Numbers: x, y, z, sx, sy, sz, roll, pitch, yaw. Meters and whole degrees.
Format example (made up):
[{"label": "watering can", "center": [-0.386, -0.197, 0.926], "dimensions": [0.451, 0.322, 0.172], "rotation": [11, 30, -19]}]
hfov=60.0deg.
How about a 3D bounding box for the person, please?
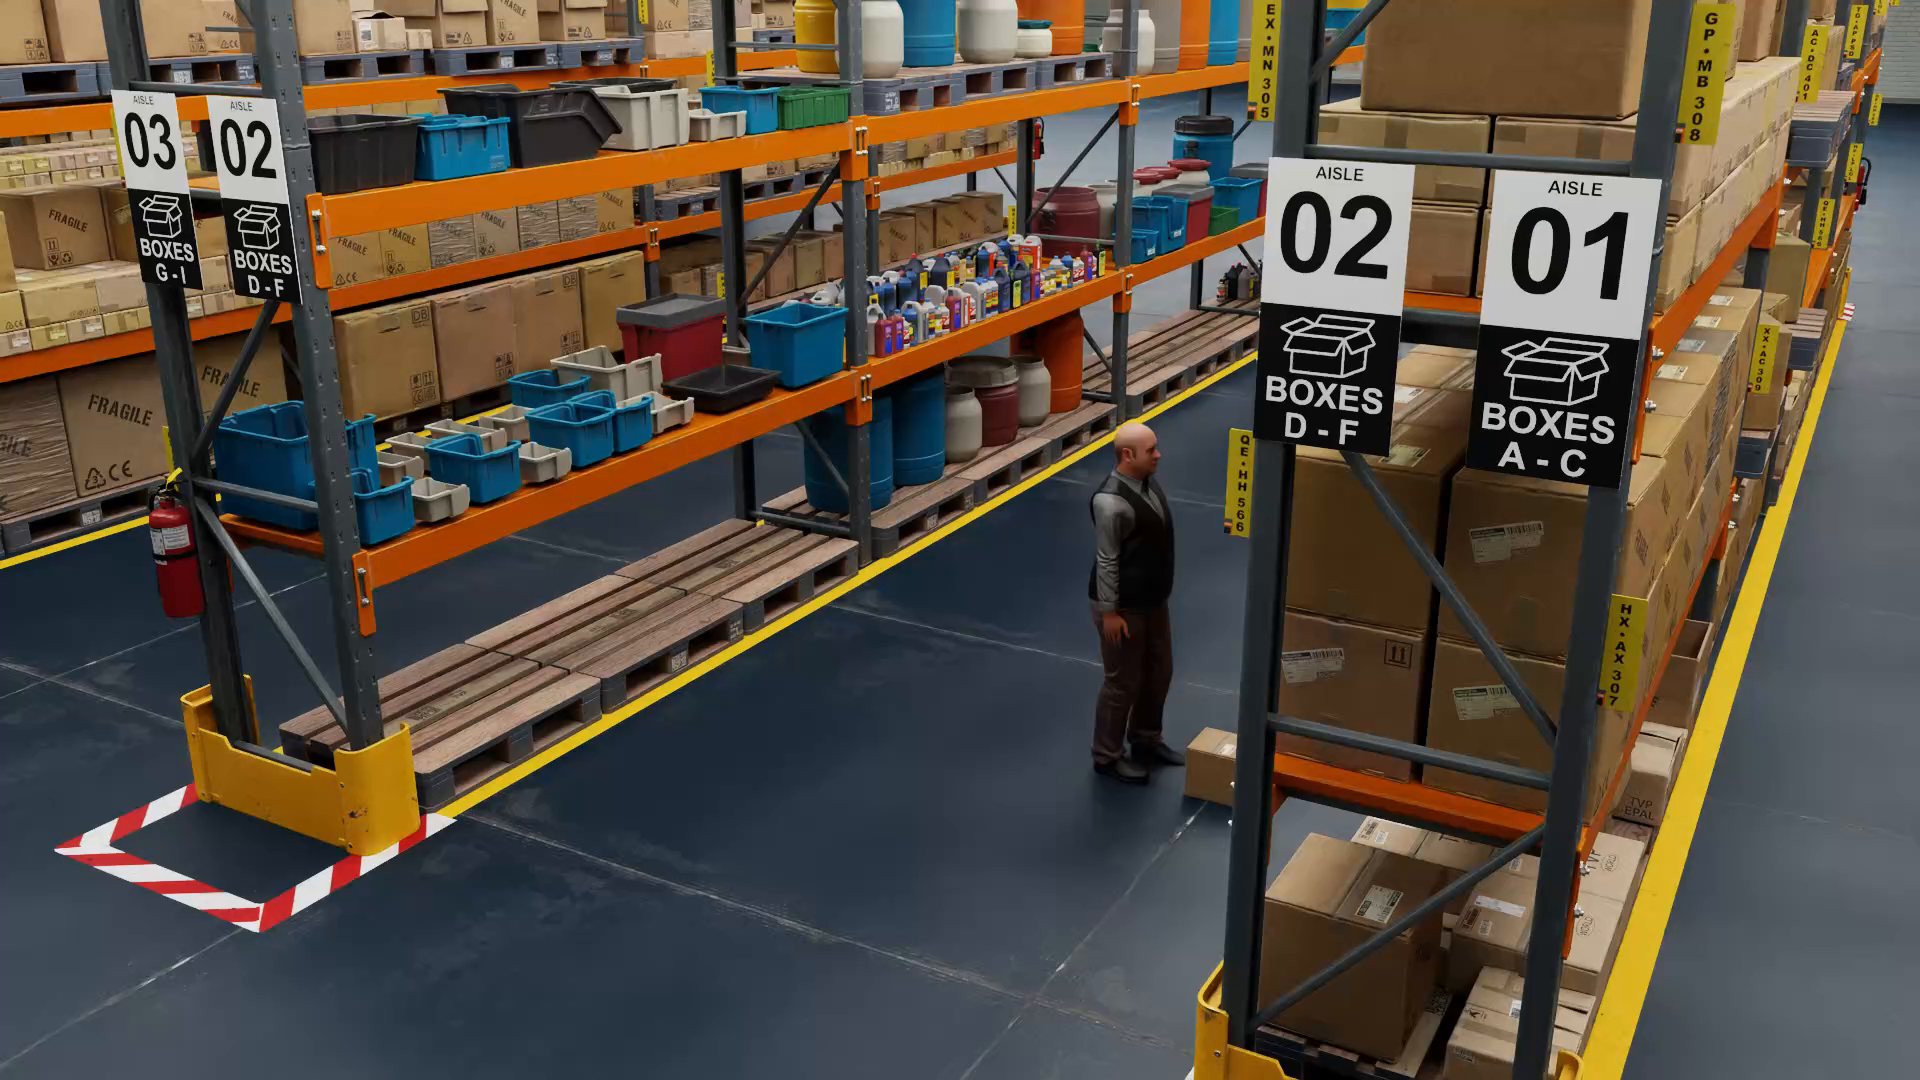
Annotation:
[{"label": "person", "center": [0.835, 0.308, 7.762], "dimensions": [0.431, 1.745, 0.555], "rotation": [10, 22, 27]}]
